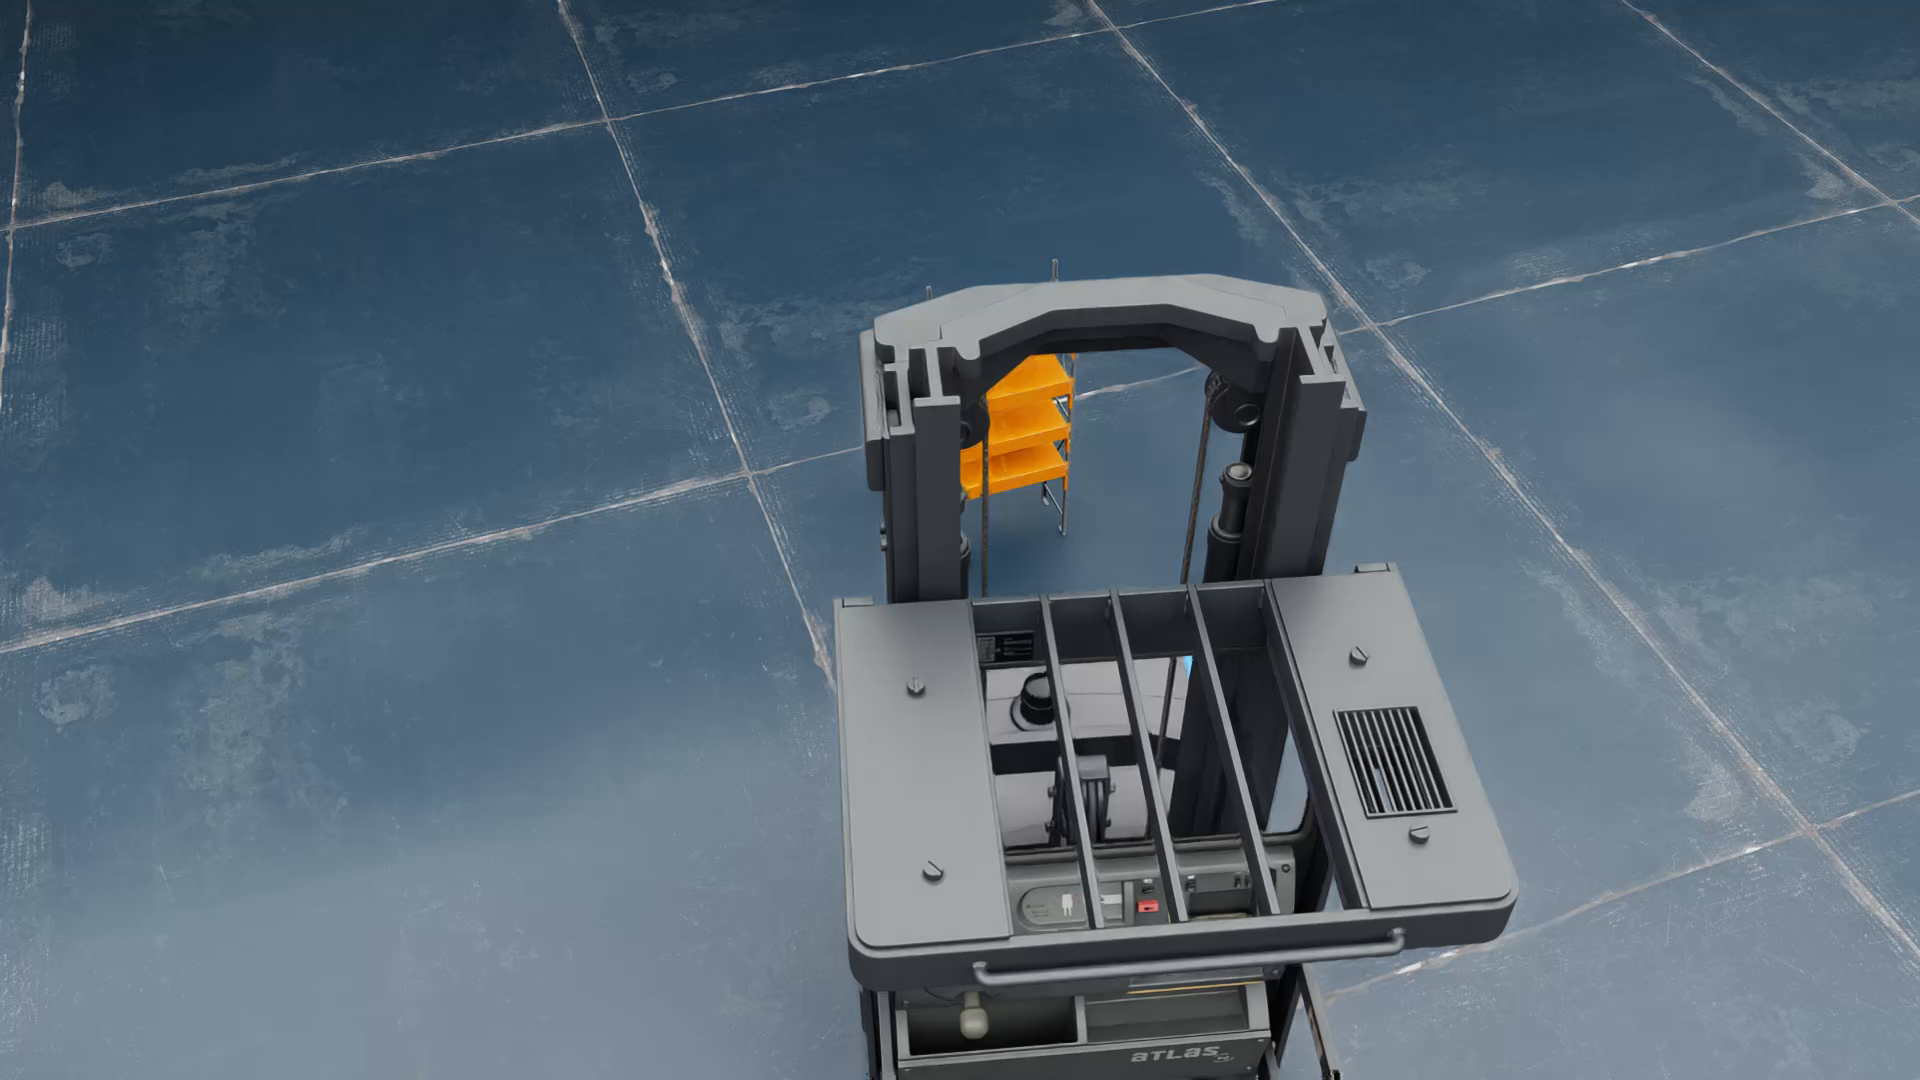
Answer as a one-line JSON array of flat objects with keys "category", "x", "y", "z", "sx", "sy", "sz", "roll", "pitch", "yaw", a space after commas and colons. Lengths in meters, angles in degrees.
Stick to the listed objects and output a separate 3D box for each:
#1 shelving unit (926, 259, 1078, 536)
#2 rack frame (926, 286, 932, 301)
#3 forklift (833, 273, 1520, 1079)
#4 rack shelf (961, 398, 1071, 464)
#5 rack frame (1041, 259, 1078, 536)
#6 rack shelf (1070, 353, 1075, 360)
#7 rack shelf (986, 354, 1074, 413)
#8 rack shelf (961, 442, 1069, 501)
[{"category": "shelving unit", "x": 0.156, "y": -0.463, "z": 6.365, "sx": 0.503, "sy": 1.200, "sz": 0.258, "roll": -14, "pitch": 47, "yaw": -14}, {"category": "rack frame", "x": -0.074, "y": -0.405, "z": 6.306, "sx": 0.015, "sy": 1.200, "sz": 0.240, "roll": -14, "pitch": 47, "yaw": -14}, {"category": "forklift", "x": 0.327, "y": 1.016, "z": 3.668, "sx": 1.130, "sy": 2.935, "sz": 3.031, "roll": -4, "pitch": 45, "yaw": -4}, {"category": "rack shelf", "x": 0.156, "y": -0.416, "z": 6.412, "sx": 0.480, "sy": 0.148, "sz": 0.258, "roll": -14, "pitch": 47, "yaw": -14}, {"category": "rack frame", "x": 0.385, "y": -0.522, "z": 6.423, "sx": 0.015, "sy": 1.200, "sz": 0.240, "roll": -14, "pitch": 47, "yaw": -14}, {"category": "rack shelf", "x": 0.156, "y": -0.741, "z": 6.086, "sx": 0.480, "sy": 0.148, "sz": 0.258, "roll": -14, "pitch": 47, "yaw": -14}, {"category": "rack shelf", "x": 0.156, "y": -0.574, "z": 6.254, "sx": 0.480, "sy": 0.148, "sz": 0.258, "roll": -14, "pitch": 47, "yaw": -14}, {"category": "rack shelf", "x": 0.156, "y": -0.276, "z": 6.553, "sx": 0.480, "sy": 0.148, "sz": 0.258, "roll": -14, "pitch": 47, "yaw": -14}]
